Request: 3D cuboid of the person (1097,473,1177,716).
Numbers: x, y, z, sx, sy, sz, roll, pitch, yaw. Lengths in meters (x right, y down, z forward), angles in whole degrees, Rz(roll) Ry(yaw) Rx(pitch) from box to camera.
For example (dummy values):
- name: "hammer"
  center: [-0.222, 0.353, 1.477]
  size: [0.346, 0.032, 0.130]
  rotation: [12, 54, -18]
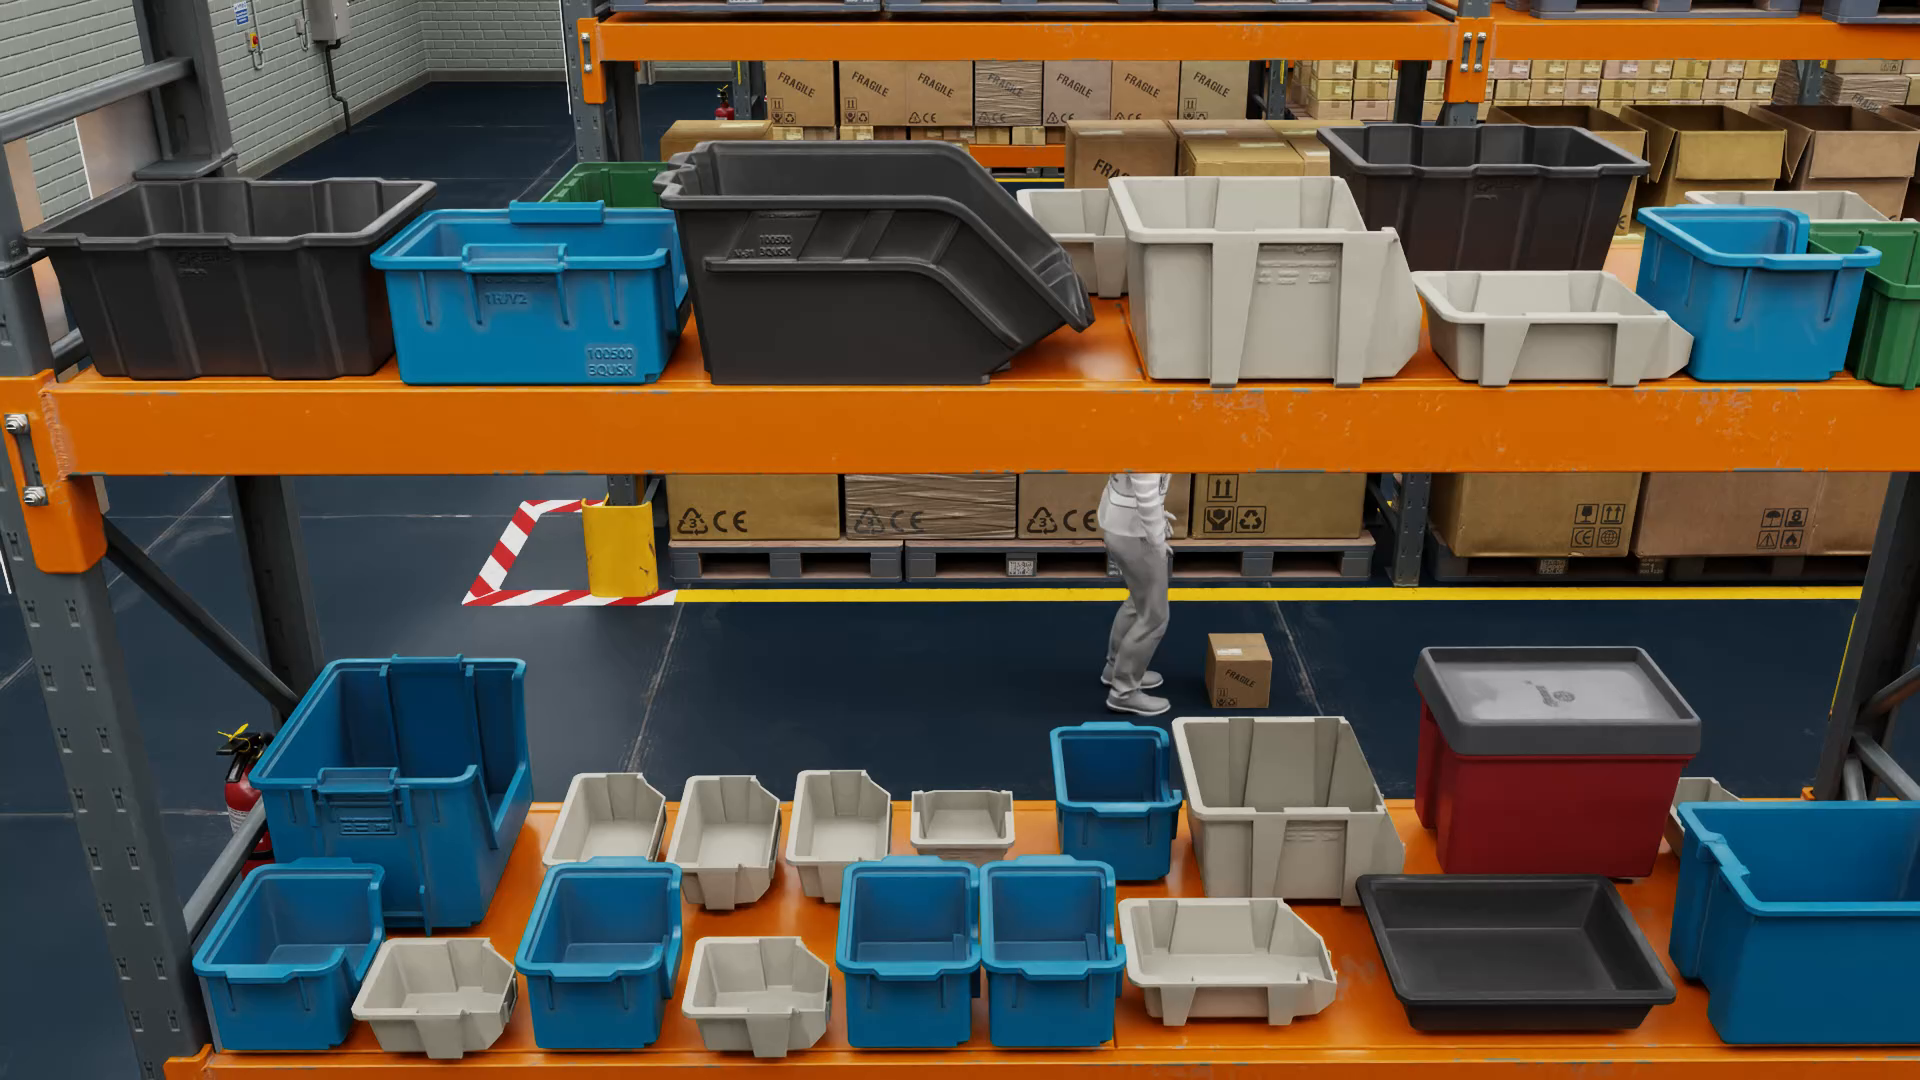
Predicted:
- name: "person"
  center: [0.794, -0.047, 7.242]
  size: [0.396, 1.648, 0.488]
  rotation: [0, 24, 1]
